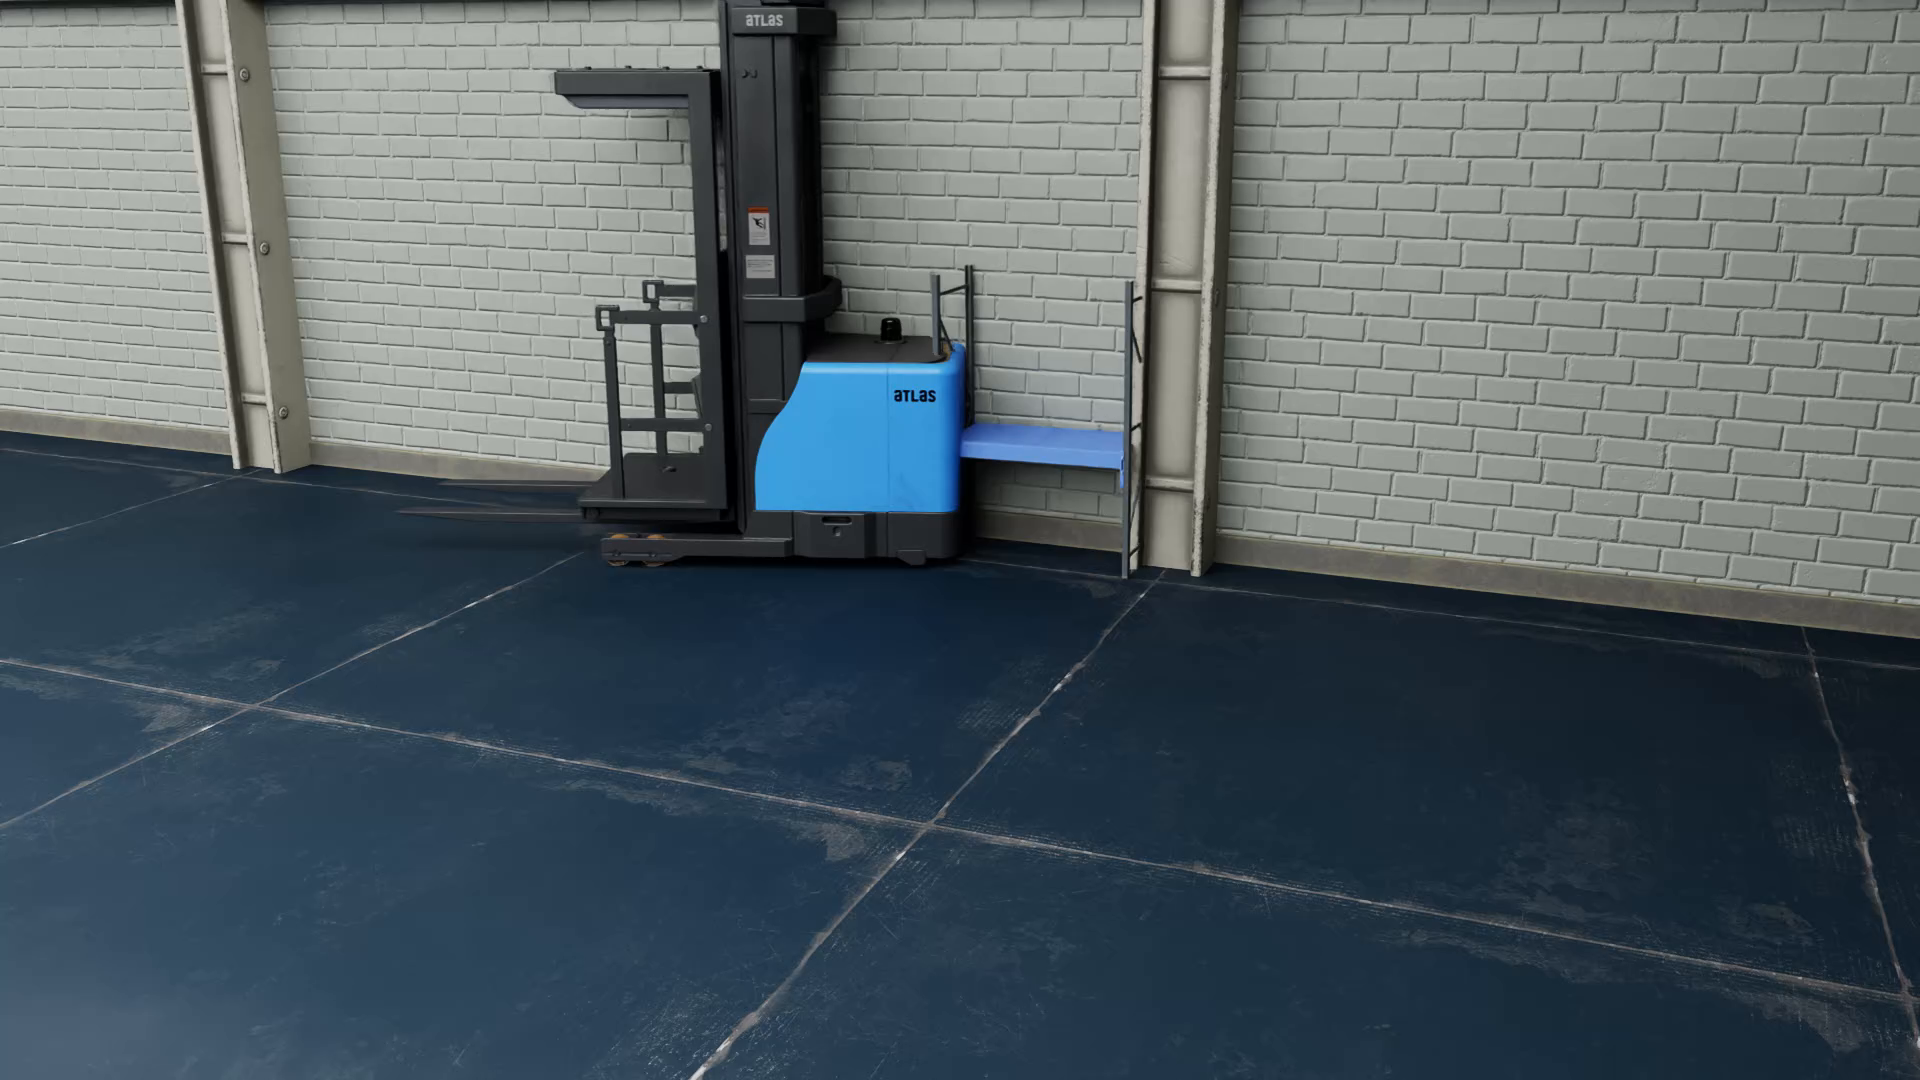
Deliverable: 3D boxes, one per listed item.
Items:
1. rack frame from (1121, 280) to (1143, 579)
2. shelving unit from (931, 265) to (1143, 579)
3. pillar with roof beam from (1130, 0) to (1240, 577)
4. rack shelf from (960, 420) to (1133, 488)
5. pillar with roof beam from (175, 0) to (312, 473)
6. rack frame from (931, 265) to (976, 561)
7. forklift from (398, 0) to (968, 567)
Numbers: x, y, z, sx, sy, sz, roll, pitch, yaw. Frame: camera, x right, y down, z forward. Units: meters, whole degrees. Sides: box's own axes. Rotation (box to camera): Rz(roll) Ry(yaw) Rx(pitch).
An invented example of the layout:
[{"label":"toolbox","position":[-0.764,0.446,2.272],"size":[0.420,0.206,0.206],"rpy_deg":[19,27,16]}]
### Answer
[{"label":"rack frame","position":[0.915,-0.588,8.446],"size":[0.032,1.500,0.500],"rpy_deg":[5,17,21]},{"label":"shelving unit","position":[0.444,-0.632,8.631],"size":[1.048,1.500,0.538],"rpy_deg":[5,17,21]},{"label":"pillar with roof beam","position":[-0.471,-3.077,3.631],"size":[0.400,9.000,9.100],"rpy_deg":[6,17,21]},{"label":"rack shelf","position":[0.446,-0.459,8.679],"size":[1.000,0.185,0.538],"rpy_deg":[5,17,21]},{"label":"pillar with roof beam","position":[-6.053,-3.691,5.746],"size":[0.400,9.000,9.100],"rpy_deg":[6,17,21]},{"label":"rack frame","position":[-0.028,-0.677,8.815],"size":[0.032,1.500,0.500],"rpy_deg":[5,17,21]},{"label":"forklift","position":[-1.479,-1.413,8.784],"size":[3.031,2.935,1.130],"rpy_deg":[1,16,3]}]
